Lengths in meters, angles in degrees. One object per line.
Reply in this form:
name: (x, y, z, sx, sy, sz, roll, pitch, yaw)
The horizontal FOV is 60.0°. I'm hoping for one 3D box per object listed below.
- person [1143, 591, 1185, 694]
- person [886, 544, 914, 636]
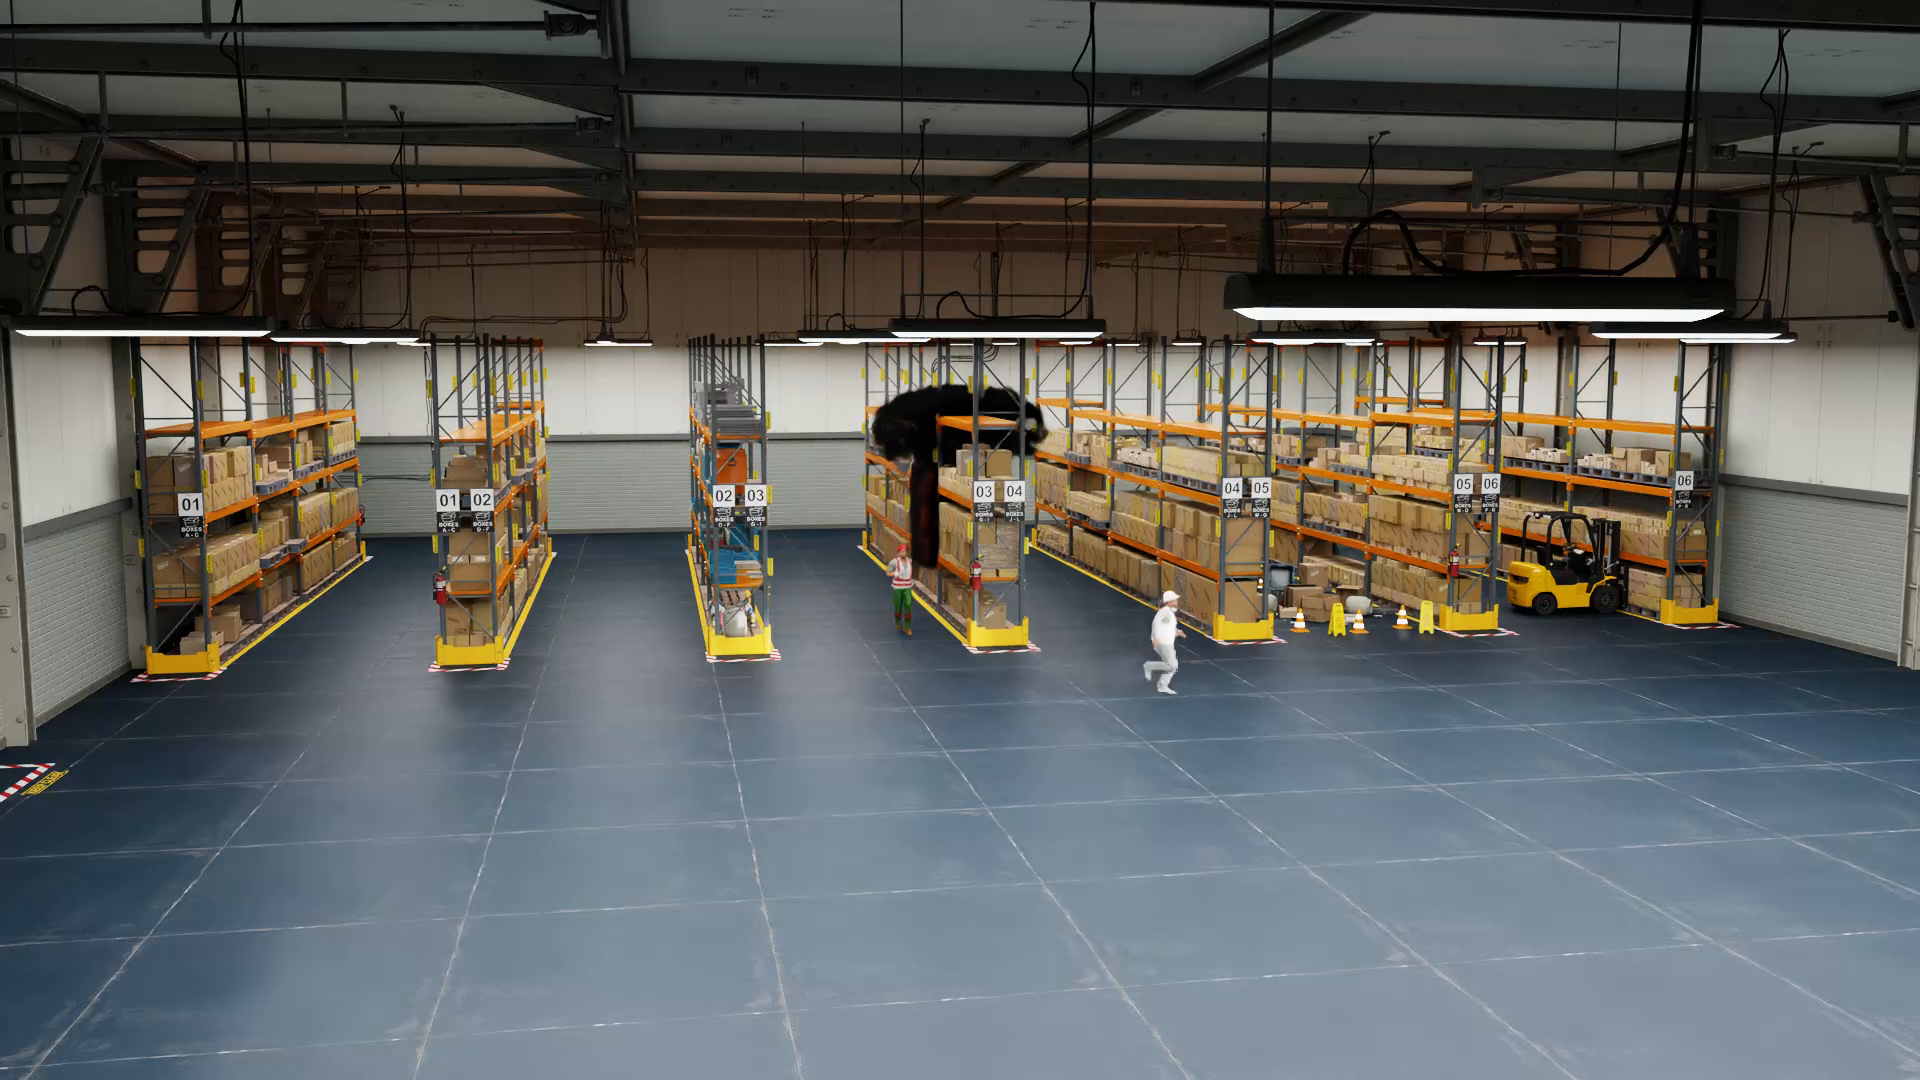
person: (3.411, 1.710, 27.775, 0.685, 1.731, 0.692, 2, 7, 19)
person: (-1.199, 1.005, 33.552, 0.616, 1.851, 0.791, -2, 7, -17)
